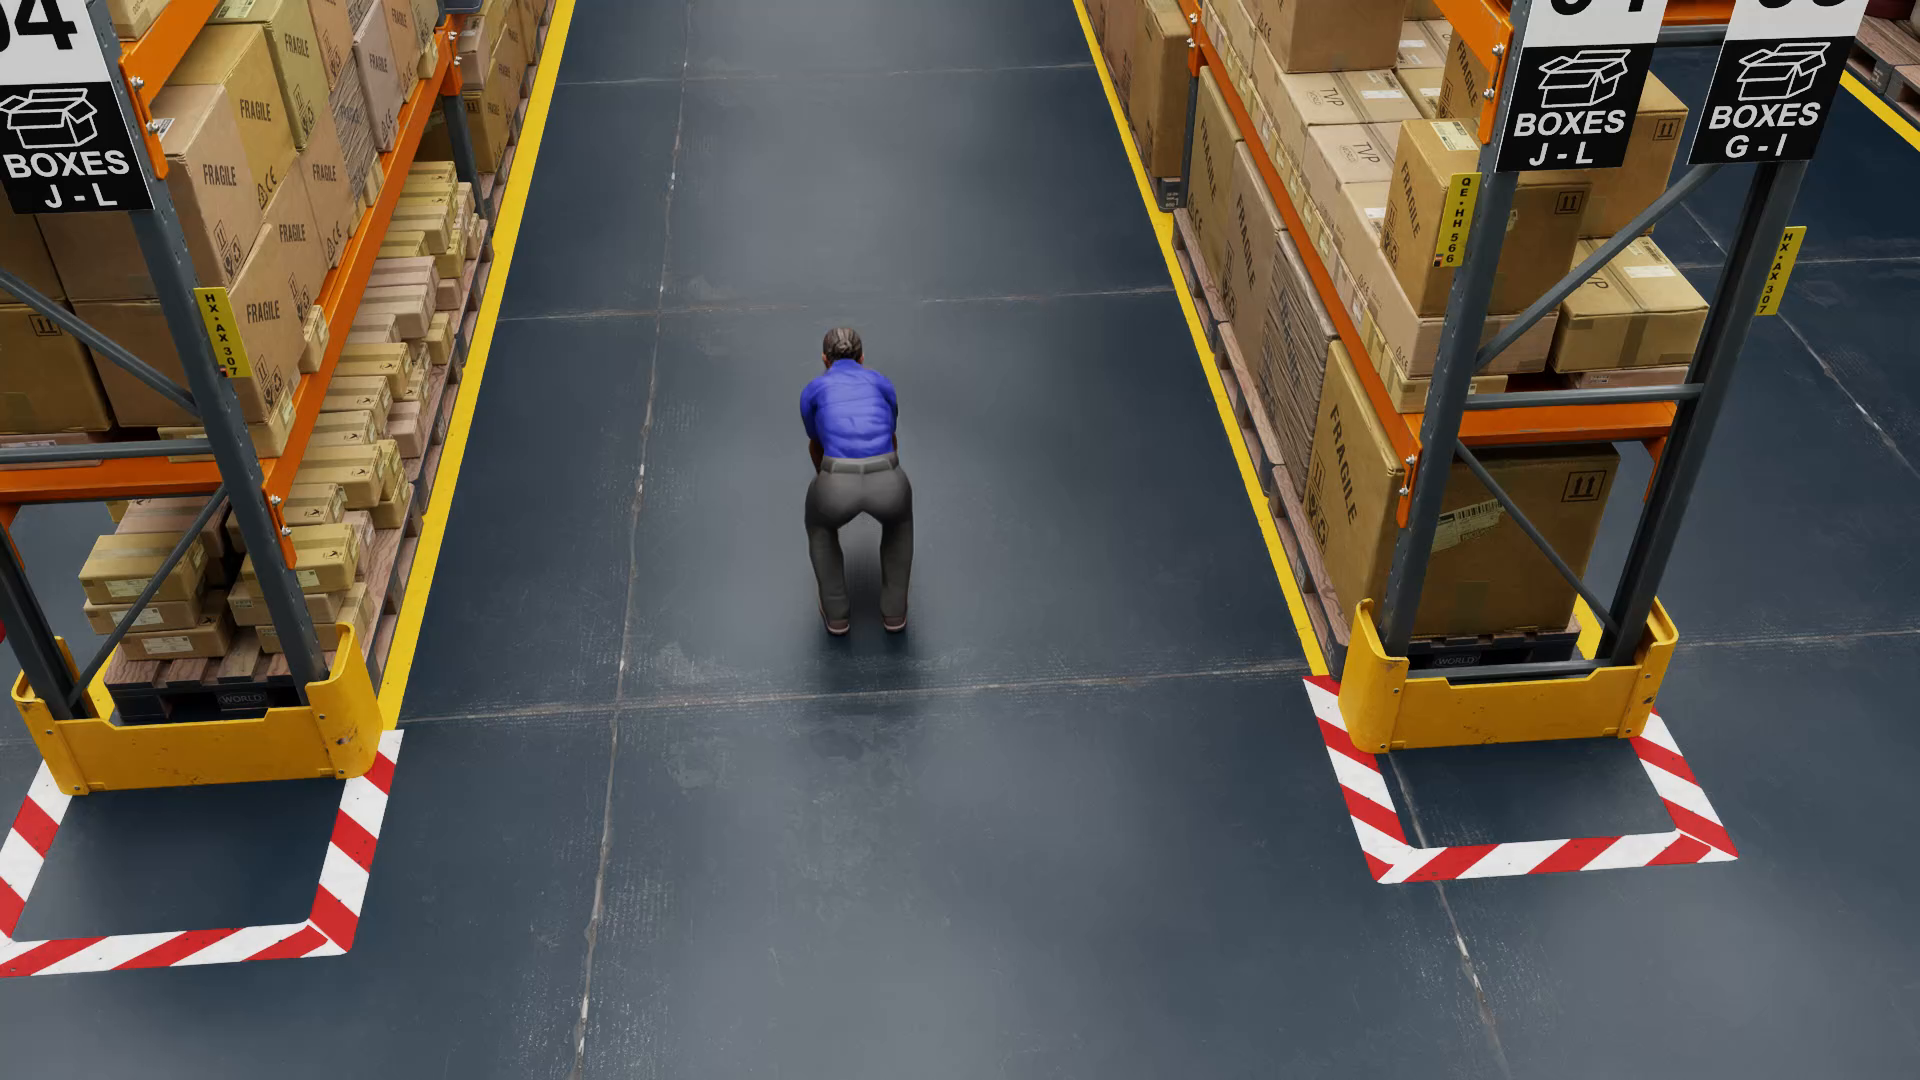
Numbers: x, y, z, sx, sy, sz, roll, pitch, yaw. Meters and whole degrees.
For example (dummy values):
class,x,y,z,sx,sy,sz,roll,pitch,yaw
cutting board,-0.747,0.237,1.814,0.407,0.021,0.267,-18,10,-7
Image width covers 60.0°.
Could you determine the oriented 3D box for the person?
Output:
class,x,y,z,sx,sy,sz,roll,pitch,yaw
person,-0.427,-0.223,6.871,0.450,1.105,0.851,-5,40,-6
